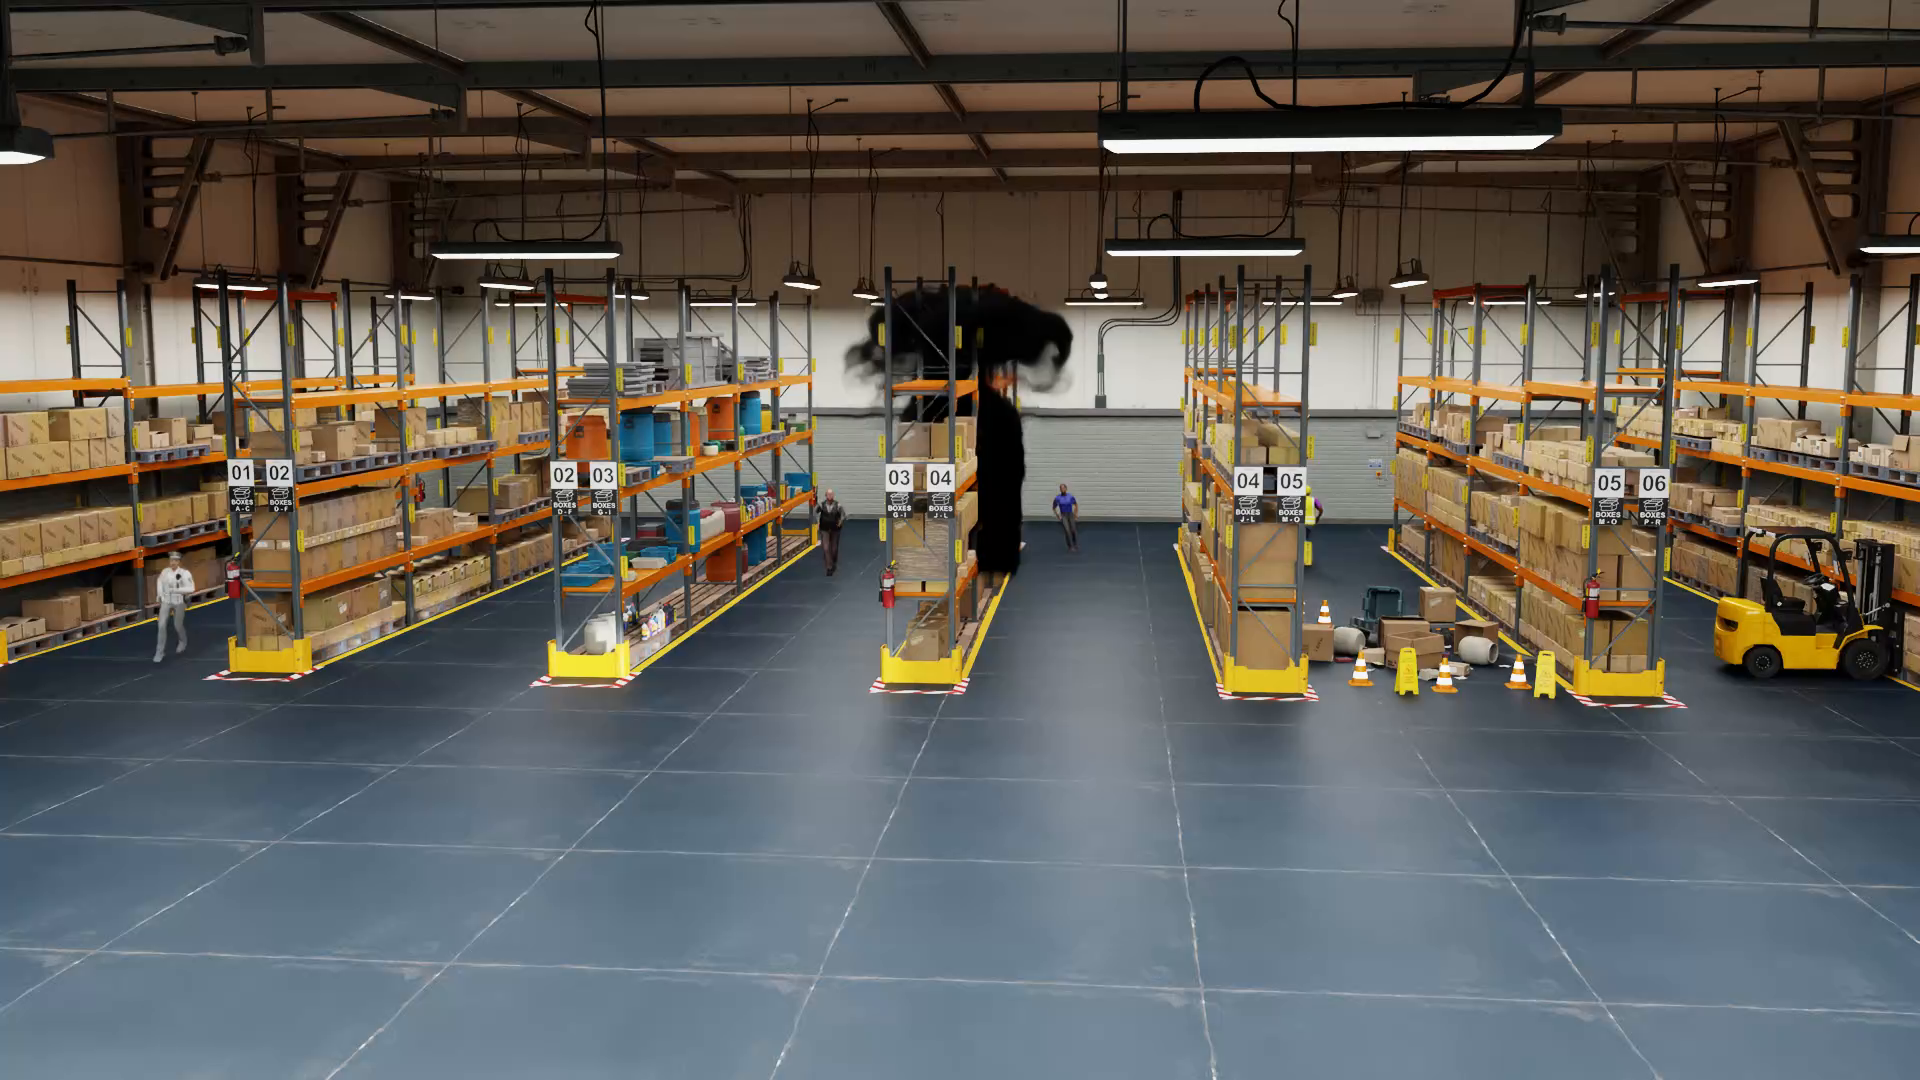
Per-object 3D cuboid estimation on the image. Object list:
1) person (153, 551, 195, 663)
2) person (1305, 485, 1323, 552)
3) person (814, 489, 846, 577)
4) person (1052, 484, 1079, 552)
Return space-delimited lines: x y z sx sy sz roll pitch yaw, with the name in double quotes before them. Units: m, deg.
"person" -12.254 1.002 25.964 0.627 1.685 0.932 -1 7 -6
"person" 7.652 -0.331 36.886 0.666 1.775 1.141 -1 7 -5
"person" -2.609 -0.164 33.383 0.662 1.716 0.799 0 7 -4
"person" 2.488 -0.522 39.002 0.648 1.595 0.548 0 7 -1
